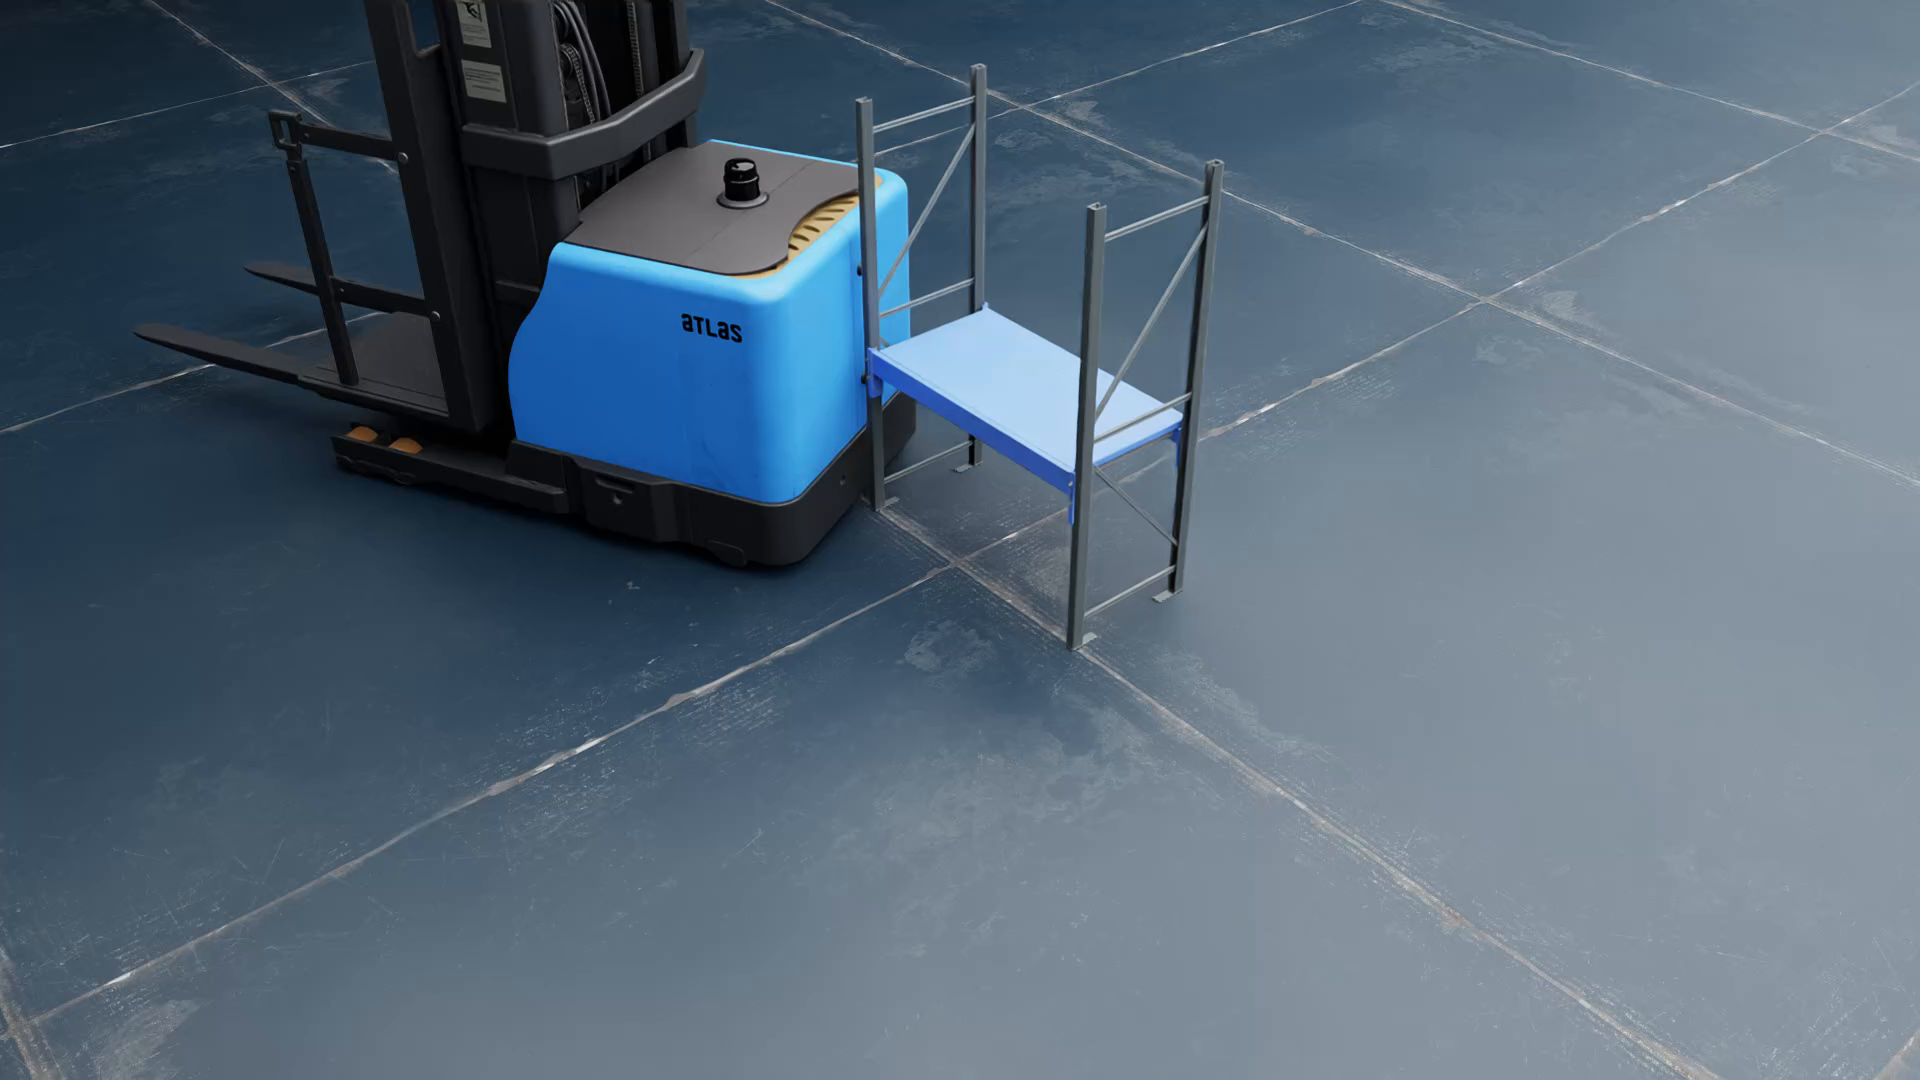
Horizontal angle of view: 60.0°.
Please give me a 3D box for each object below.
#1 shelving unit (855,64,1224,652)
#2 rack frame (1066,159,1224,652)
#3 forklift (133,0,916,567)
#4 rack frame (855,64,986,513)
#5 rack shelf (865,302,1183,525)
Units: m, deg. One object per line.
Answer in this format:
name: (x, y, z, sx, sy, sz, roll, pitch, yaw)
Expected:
shelving unit: (0.210, -0.582, 5.274, 0.538, 1.500, 1.048, -26, 43, -32)
rack frame: (0.537, -0.357, 4.956, 0.500, 1.500, 0.032, -26, 43, -32)
forklift: (-1.728, -1.660, 5.559, 3.031, 2.935, 1.130, 14, 38, 19)
rack frame: (-0.117, -0.807, 5.592, 0.500, 1.500, 0.032, -26, 43, -32)
rack shelf: (0.210, -0.435, 5.378, 0.538, 0.185, 1.000, -26, 43, -32)
